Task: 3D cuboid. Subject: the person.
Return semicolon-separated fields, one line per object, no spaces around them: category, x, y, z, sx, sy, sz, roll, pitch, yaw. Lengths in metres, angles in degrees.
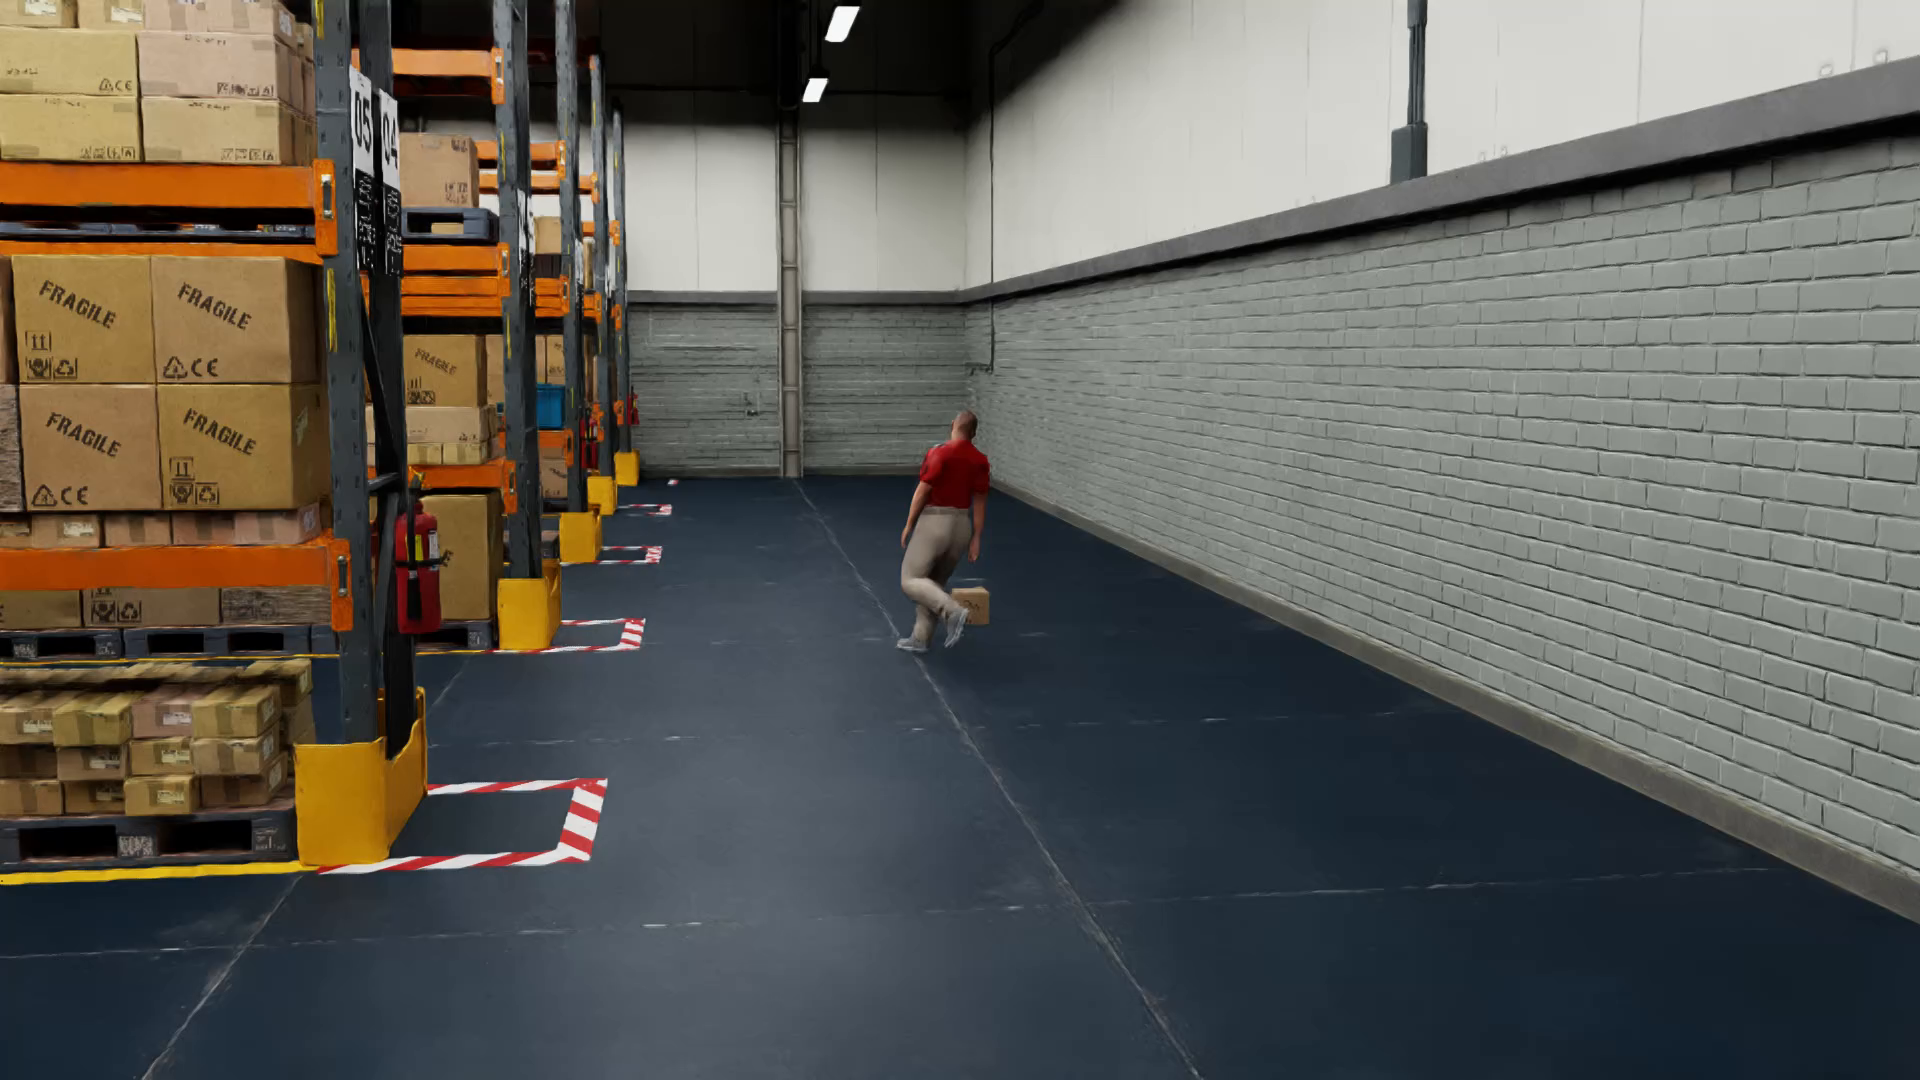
person;-0.105;-0.053;11.445;0.609;1.672;0.771;-5;8;-39
